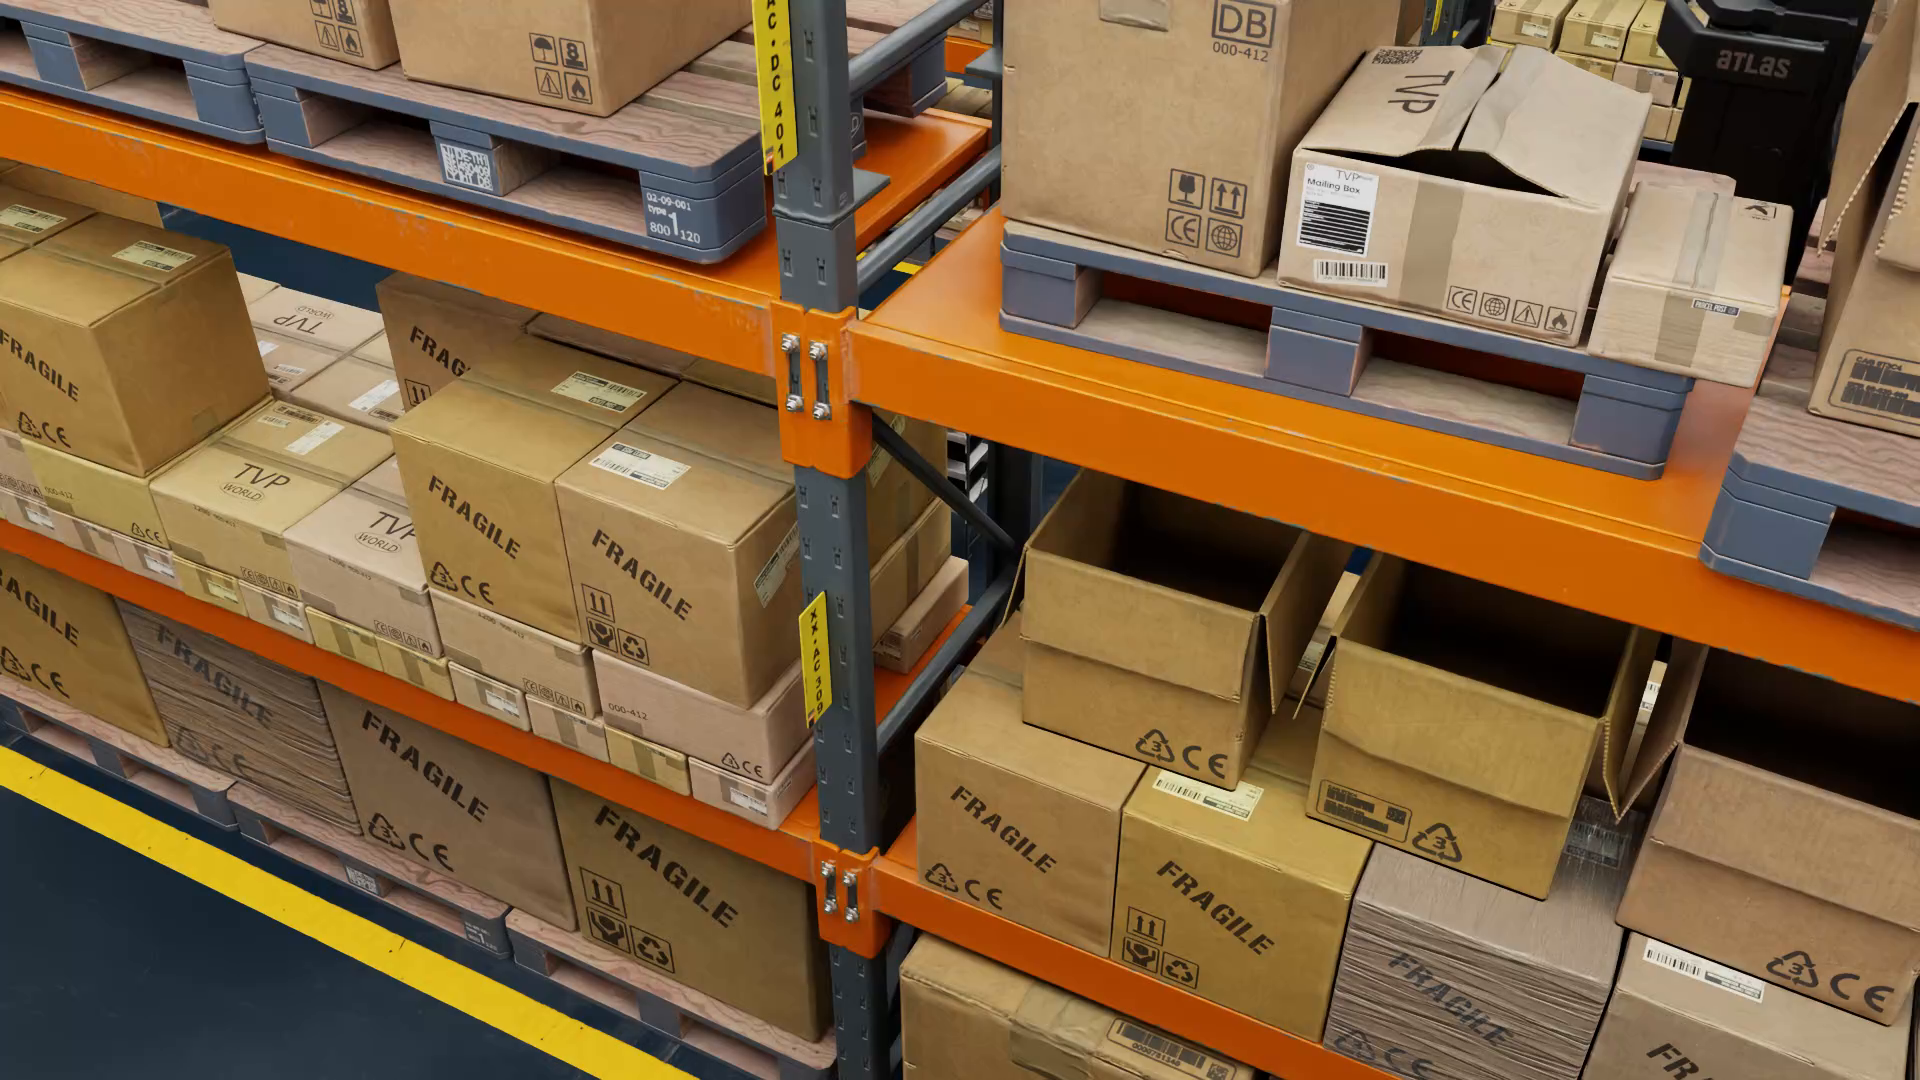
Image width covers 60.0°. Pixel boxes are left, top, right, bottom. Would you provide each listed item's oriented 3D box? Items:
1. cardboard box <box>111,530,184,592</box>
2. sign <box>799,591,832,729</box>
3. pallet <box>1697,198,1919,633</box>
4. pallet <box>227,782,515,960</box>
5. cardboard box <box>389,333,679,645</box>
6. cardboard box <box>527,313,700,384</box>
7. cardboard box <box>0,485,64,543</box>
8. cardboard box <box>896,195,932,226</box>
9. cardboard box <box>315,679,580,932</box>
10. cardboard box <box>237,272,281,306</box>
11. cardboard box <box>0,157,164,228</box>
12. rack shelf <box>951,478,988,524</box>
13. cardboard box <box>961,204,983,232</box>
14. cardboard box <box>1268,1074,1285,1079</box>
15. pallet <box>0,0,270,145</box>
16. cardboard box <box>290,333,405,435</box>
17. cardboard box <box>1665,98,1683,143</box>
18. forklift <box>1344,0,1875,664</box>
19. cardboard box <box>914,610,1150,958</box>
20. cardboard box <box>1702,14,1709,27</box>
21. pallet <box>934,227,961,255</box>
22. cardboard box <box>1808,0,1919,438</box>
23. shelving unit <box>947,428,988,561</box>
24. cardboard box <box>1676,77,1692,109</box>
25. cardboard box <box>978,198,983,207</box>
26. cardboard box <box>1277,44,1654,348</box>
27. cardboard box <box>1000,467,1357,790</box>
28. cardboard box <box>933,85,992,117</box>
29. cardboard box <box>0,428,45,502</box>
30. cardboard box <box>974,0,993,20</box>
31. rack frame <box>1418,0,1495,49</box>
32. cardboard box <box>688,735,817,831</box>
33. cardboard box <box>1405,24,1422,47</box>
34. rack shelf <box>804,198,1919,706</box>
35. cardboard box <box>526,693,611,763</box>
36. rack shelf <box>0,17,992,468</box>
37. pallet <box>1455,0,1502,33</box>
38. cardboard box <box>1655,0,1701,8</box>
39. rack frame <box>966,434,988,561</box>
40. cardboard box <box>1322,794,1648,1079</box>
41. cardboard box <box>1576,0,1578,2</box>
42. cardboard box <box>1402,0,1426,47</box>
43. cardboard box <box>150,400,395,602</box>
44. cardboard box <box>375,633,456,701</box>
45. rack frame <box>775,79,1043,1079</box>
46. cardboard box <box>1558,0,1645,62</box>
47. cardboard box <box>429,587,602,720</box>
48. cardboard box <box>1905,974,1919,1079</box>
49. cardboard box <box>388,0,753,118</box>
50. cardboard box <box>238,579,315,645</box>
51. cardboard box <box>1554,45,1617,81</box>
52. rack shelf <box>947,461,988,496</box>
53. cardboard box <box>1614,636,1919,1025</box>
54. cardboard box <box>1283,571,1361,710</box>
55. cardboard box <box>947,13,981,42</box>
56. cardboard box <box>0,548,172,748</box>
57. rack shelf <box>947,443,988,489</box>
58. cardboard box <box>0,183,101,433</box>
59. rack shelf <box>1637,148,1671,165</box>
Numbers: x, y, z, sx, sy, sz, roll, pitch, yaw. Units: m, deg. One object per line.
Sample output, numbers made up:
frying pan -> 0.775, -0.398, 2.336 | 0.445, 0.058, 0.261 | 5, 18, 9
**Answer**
cardboard box -> -2.307, -0.037, 5.025 | 0.250, 0.149, 0.380 | 17, 40, 21
sign -> -0.315, 0.266, 3.638 | 0.005, 0.325, 0.100 | 17, 41, 21
pallet -> 1.900, -0.124, 2.607 | 1.213, 0.211, 1.003 | 19, 41, 24
pallet -> -1.788, 0.862, 5.940 | 1.213, 0.211, 1.003 | 17, 41, 21
cardboard box -> -1.035, -0.140, 4.211 | 0.500, 0.500, 0.500 | 18, 41, 22
cardboard box -> -0.803, -0.425, 4.587 | 0.500, 0.500, 0.500 | 17, 41, 21
cardboard box -> -2.762, -0.179, 5.213 | 0.250, 0.149, 0.380 | 17, 40, 21
cardboard box -> -0.254, -1.894, 9.274 | 0.250, 0.149, 0.380 | 18, 41, 22
cardboard box -> -1.410, 0.546, 5.460 | 0.875, 0.875, 0.875 | 17, 41, 21
cardboard box -> -2.611, -0.694, 5.561 | 0.500, 0.250, 0.500 | 17, 40, 21
cardboard box -> -3.060, -1.132, 5.518 | 0.500, 0.500, 0.500 | 18, 41, 22
rack shelf -> -0.007, -0.191, 7.110 | 0.200, 0.077, 0.258 | 17, 41, 21
cardboard box -> 0.198, -1.758, 9.095 | 0.250, 0.149, 0.380 | 15, 40, 19
cardboard box -> 1.310, 1.438, 4.285 | 0.875, 0.875, 1.225 | 16, 40, 20
pallet -> -1.862, -1.389, 4.191 | 1.213, 0.211, 1.003 | 17, 41, 21
cardboard box -> -1.694, -0.410, 5.187 | 0.500, 0.250, 0.500 | 17, 41, 22
cardboard box -> 3.139, -1.786, 6.983 | 0.250, 0.149, 0.380 | 18, 41, 22
forklift -> 2.811, -0.360, 5.300 | 3.031, 2.935, 1.130 | 16, 40, 20
cardboard box -> 0.232, 0.566, 3.941 | 0.500, 0.500, 0.500 | 18, 41, 22
cardboard box -> 3.145, -2.021, 6.800 | 0.250, 0.149, 0.380 | 17, 40, 21
pallet -> 0.609, -1.687, 9.298 | 1.213, 0.211, 1.003 | 17, 41, 21
cardboard box -> 1.667, -0.504, 2.519 | 0.637, 0.503, 0.797 | 17, 40, 21
shelving unit -> -0.007, -0.361, 6.981 | 0.210, 0.900, 0.258 | 17, 41, 21
cardboard box -> 3.139, -1.906, 6.894 | 0.250, 0.149, 0.380 | 16, 40, 20
cardboard box -> 0.297, -1.938, 9.086 | 0.250, 0.149, 0.380 | 20, 41, 24
cardboard box -> 0.872, -0.630, 2.844 | 0.500, 0.311, 0.500 | 16, 40, 20
cardboard box -> 0.510, 0.077, 3.755 | 0.637, 0.503, 0.797 | 16, 40, 20
cardboard box -> 0.030, -2.451, 9.516 | 0.250, 0.149, 0.380 | 16, 40, 20
cardboard box -> -2.846, -0.408, 5.185 | 0.500, 0.250, 0.500 | 17, 40, 21
cardboard box -> 0.401, -2.872, 8.224 | 0.500, 0.500, 0.500 | 16, 40, 20
rack frame -> 2.310, -2.291, 7.788 | 0.127, 3.000, 1.000 | 17, 41, 21
cardboard box -> -0.483, 0.535, 4.272 | 0.250, 0.149, 0.380 | 18, 41, 22
cardboard box -> 2.208, -2.446, 8.199 | 0.250, 0.149, 0.380 | 19, 41, 23
rack shelf -> 1.715, -0.009, 2.895 | 4.000, 0.370, 1.077 | 17, 41, 21
cardboard box -> -0.939, 0.392, 4.461 | 0.250, 0.149, 0.380 | 17, 40, 21
rack shelf -> -1.837, -1.121, 4.360 | 4.000, 0.370, 1.077 | 17, 41, 21
pallet -> 3.857, -4.120, 12.503 | 1.213, 0.211, 1.003 | 17, 41, 21
cardboard box -> 3.223, -2.442, 7.354 | 0.250, 0.149, 0.380 | 16, 40, 20
rack frame -> 0.083, -0.332, 6.944 | 0.006, 0.900, 0.240 | 17, 41, 21
cardboard box -> 1.123, 0.845, 3.574 | 0.500, 0.500, 0.500 | 16, 40, 20
cardboard box -> 2.756, -2.589, 7.548 | 0.250, 0.149, 0.380 | 19, 41, 24
cardboard box -> 1.986, -2.723, 8.027 | 0.500, 0.500, 0.500 | 17, 40, 21
cardboard box -> -1.936, -0.124, 4.811 | 0.500, 0.250, 0.500 | 17, 40, 21
cardboard box -> -1.397, 0.249, 4.649 | 0.250, 0.149, 0.380 | 18, 41, 22
rack frame -> -0.061, 0.344, 4.317 | 0.127, 3.000, 1.000 | 17, 41, 21
cardboard box -> 2.698, -2.165, 6.989 | 0.250, 0.149, 0.380 | 19, 41, 23
cardboard box -> -1.035, 0.160, 4.436 | 0.500, 0.250, 0.500 | 19, 41, 23
cardboard box -> 2.036, 1.127, 3.201 | 0.500, 0.500, 0.500 | 16, 40, 20
cardboard box -> -0.784, -1.284, 3.466 | 0.500, 0.500, 0.700 | 15, 40, 19
cardboard box -> -1.849, 0.106, 4.837 | 0.250, 0.149, 0.380 | 18, 41, 22
cardboard box -> 2.679, -2.050, 7.084 | 0.250, 0.149, 0.380 | 17, 40, 21
rack shelf -> -0.007, -0.262, 7.055 | 0.200, 0.077, 0.258 | 17, 41, 21
cardboard box -> 1.673, 0.439, 3.279 | 0.637, 0.503, 0.797 | 19, 41, 23
cardboard box -> 0.916, 0.428, 4.122 | 0.500, 0.500, 0.500 | 19, 41, 23
cardboard box -> 0.083, -2.714, 8.553 | 0.250, 0.149, 0.380 | 17, 40, 21
cardboard box -> -3.008, 0.045, 6.119 | 0.875, 0.875, 0.875 | 17, 41, 21
rack shelf -> -0.007, -0.334, 7.001 | 0.200, 0.077, 0.258 | 17, 41, 21
cardboard box -> -2.867, -0.709, 4.960 | 0.500, 0.500, 0.500 | 16, 40, 20
rack shelf -> 4.085, -1.449, 7.273 | 4.000, 0.370, 1.077 | 17, 41, 21
